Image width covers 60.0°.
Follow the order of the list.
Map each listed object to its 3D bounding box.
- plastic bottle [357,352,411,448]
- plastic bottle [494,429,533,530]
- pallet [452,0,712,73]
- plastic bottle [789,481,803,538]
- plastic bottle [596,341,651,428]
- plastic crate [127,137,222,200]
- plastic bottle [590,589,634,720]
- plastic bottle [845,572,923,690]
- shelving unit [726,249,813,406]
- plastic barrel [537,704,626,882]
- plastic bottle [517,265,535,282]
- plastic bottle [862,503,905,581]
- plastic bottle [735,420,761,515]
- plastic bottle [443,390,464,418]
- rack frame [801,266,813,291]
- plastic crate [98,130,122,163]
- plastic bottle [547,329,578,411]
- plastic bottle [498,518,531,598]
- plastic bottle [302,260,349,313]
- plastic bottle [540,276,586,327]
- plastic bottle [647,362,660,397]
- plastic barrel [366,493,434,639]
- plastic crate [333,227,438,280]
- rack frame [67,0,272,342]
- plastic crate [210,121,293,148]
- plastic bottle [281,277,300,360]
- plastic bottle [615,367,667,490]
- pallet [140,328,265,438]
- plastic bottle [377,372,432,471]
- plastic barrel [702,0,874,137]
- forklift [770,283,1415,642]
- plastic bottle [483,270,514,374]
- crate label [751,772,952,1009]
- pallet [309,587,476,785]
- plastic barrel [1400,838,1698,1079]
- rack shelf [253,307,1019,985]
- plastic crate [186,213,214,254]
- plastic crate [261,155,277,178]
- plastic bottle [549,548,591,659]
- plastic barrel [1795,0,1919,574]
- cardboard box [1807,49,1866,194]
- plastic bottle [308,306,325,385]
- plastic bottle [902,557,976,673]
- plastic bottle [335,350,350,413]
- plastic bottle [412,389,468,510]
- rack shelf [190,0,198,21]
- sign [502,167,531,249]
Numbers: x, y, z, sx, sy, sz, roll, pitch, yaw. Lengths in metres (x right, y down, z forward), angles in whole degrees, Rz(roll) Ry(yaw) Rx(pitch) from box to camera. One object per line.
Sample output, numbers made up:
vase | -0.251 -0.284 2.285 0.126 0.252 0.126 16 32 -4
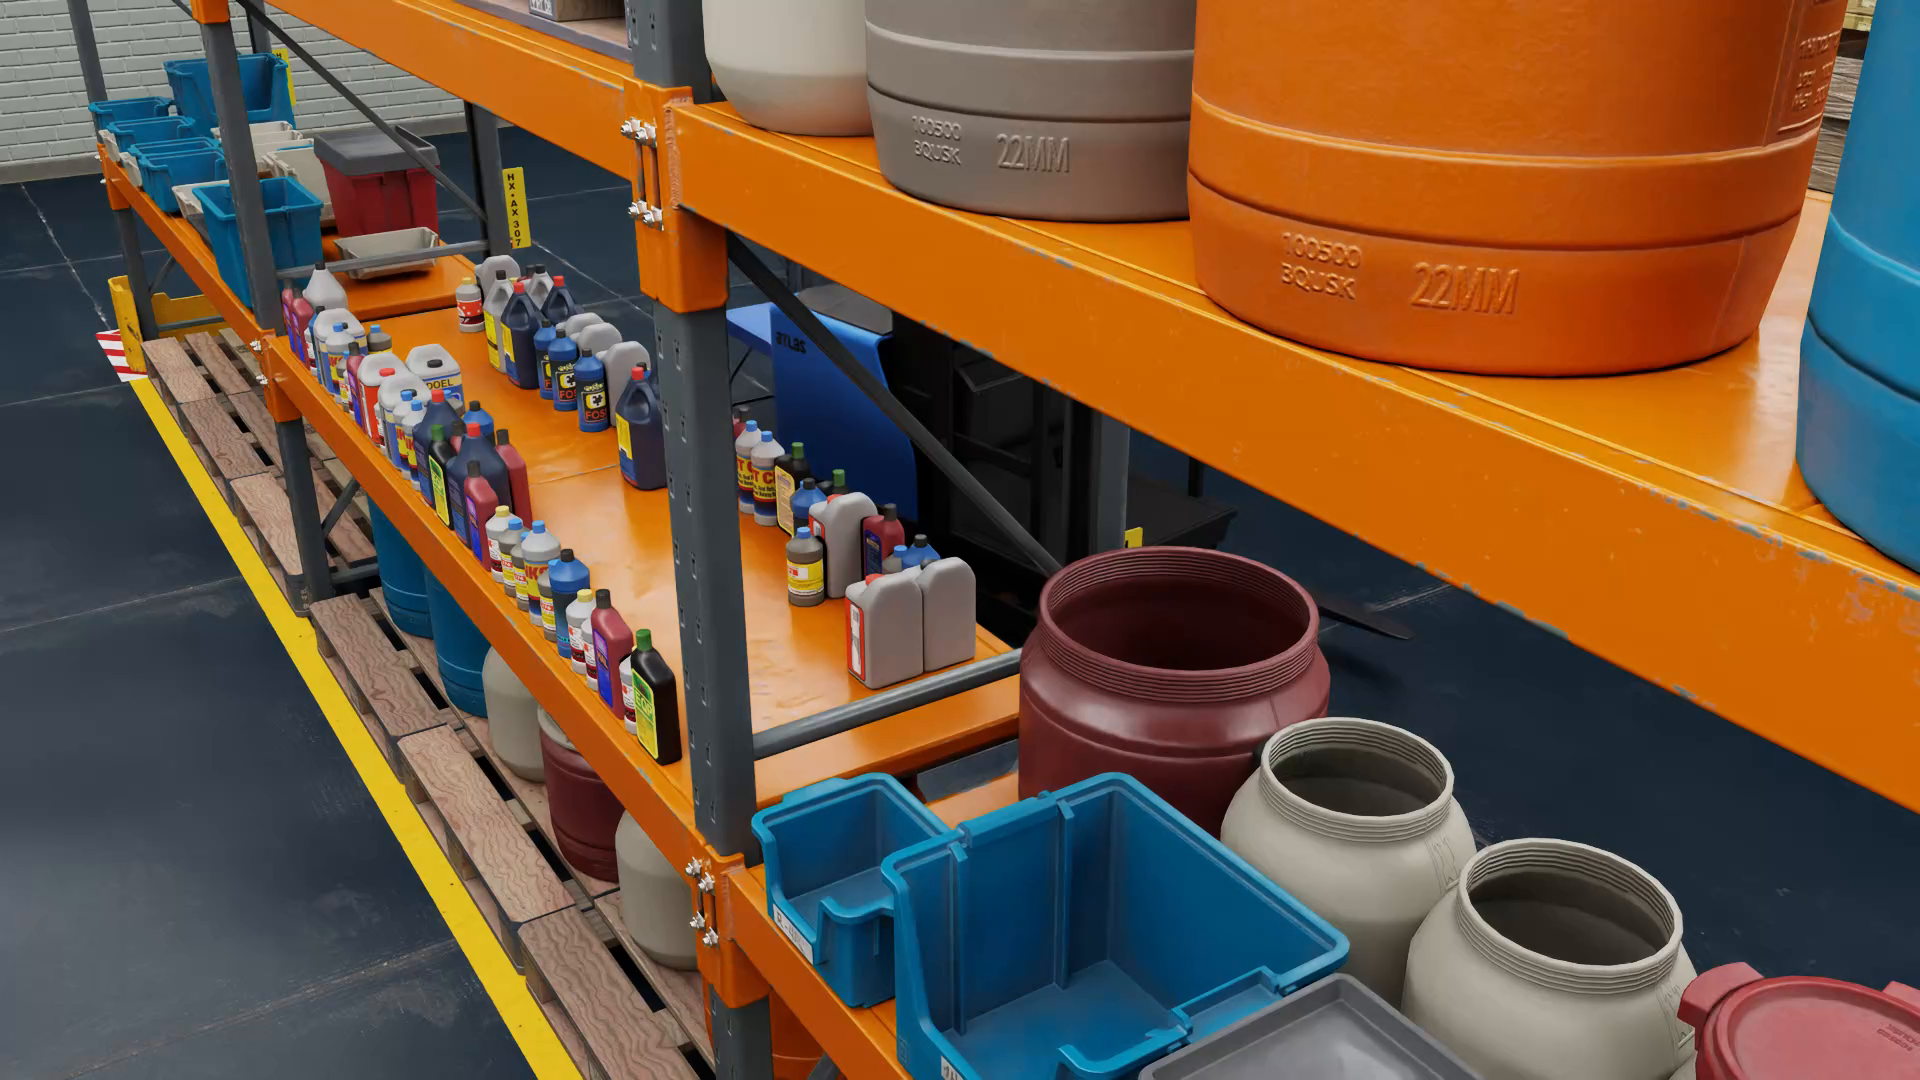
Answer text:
plastic bottle | -1.836 -0.455 5.345 0.152 0.276 0.135 -16 29 -30
plastic bottle | -1.273 -0.167 4.727 0.061 0.283 0.133 -16 29 -30
pallet | -0.427 -1.233 3.556 1.003 0.211 1.213 -16 29 -30
plastic bottle | -0.422 -0.067 4.611 0.097 0.201 0.097 0 25 0
plastic bottle | -1.114 -0.533 5.510 0.152 0.276 0.135 -16 29 -30
plastic crate | -3.880 -1.843 8.266 0.416 0.233 0.300 -16 29 -30
plastic bottle | -0.795 0.259 3.824 0.061 0.283 0.133 -16 29 -30
plastic bottle | -0.184 0.196 3.967 0.152 0.276 0.135 -16 29 -30
shelving unit | -0.819 -1.183 8.498 0.538 1.500 1.048 -16 30 -30
plastic barrel | -0.989 0.660 5.172 0.600 0.588 0.708 -16 29 -30
plastic bottle | -1.624 -0.906 6.292 0.061 0.283 0.133 -16 29 -30
plastic bottle | -0.198 0.029 4.313 0.061 0.283 0.133 -16 29 -30
plastic bottle | -0.601 -0.216 4.845 0.097 0.271 0.097 0 25 0
plastic bottle | -1.615 -0.374 5.261 0.097 0.201 0.097 0 25 0
rack frame | -0.535 -1.002 8.117 0.500 1.500 0.032 -16 30 -30
plastic crate | -4.493 -2.136 9.000 0.250 0.136 0.298 -16 29 -30
plastic bottle | -1.335 -0.578 5.611 0.097 0.271 0.097 0 25 0
plastic bottle | -1.162 0.042 4.381 0.097 0.201 0.097 0 25 0
plastic bottle | -2.332 -0.858 6.113 0.144 0.351 0.185 -16 29 -30
plastic bottle | -1.398 -0.756 5.895 0.144 0.351 0.185 -16 29 -30
plastic bottle | -0.897 -0.428 5.200 0.144 0.351 0.185 -16 29 -30
plastic barrel | -1.992 -0.139 6.497 0.600 0.901 0.708 -16 29 -30
plastic crate | -2.409 -1.204 7.026 0.396 0.136 0.243 -16 29 -30
rack frame | -4.458 -2.527 9.590 1.000 3.000 0.127 -16 29 -30
plastic crate | -3.861 -2.186 9.105 0.396 0.136 0.243 -16 29 -30
plastic bottle | -2.432 -0.813 6.096 0.061 0.283 0.133 -16 29 -30
plastic bottle | -0.951 -0.344 5.023 0.144 0.351 0.185 -16 29 -30
pallet | -4.040 -0.962 9.541 1.003 0.211 1.213 -16 29 -30
plastic bottle | -1.709 -0.372 5.170 0.152 0.276 0.135 -16 29 -30
plastic barrel | -0.178 -0.890 2.478 0.421 0.512 0.421 0 25 0
forklift | 0.491 -1.131 6.712 1.130 2.935 3.031 -22 33 -38
plastic bottle | -1.619 -0.788 5.964 0.144 0.351 0.185 -16 29 -30
crate label | -0.175 0.648 3.060 0.303 0.233 0.416 -16 29 -30
pallet | -1.888 0.450 6.549 1.003 0.211 1.213 -16 29 -30
plastic barrel | 0.880 0.752 2.512 0.421 0.512 0.421 0 25 0
rack shelf | -1.183 -0.056 5.198 1.077 0.370 4.000 -16 29 -30
plastic crate | -3.111 -1.337 7.321 0.437 0.125 0.590 -16 29 -30
plastic crate | -3.366 -1.883 8.464 0.298 0.136 0.250 -16 29 -30
plastic bottle | -0.949 0.149 4.071 0.097 0.271 0.097 0 25 0
plastic barrel | 0.919 -0.418 1.020 0.600 0.901 0.708 -16 29 -30
cardboard box | 3.673 -1.584 6.300 0.797 0.503 0.637 -14 29 -28
plastic bottle | -2.228 -0.688 5.845 0.097 0.271 0.097 0 25 0
plastic bottle | -0.056 0.160 4.043 0.152 0.276 0.135 -16 29 -30
plastic bottle | -2.048 -0.539 5.611 0.097 0.201 0.097 0 25 0
plastic bottle | -1.519 -0.278 4.883 0.144 0.351 0.185 -16 29 -30
rack shelf | -3.366 -2.843 7.588 1.077 0.370 4.000 -16 29 -30
sign | -1.813 -1.349 6.770 0.100 0.325 0.005 -16 29 -30
